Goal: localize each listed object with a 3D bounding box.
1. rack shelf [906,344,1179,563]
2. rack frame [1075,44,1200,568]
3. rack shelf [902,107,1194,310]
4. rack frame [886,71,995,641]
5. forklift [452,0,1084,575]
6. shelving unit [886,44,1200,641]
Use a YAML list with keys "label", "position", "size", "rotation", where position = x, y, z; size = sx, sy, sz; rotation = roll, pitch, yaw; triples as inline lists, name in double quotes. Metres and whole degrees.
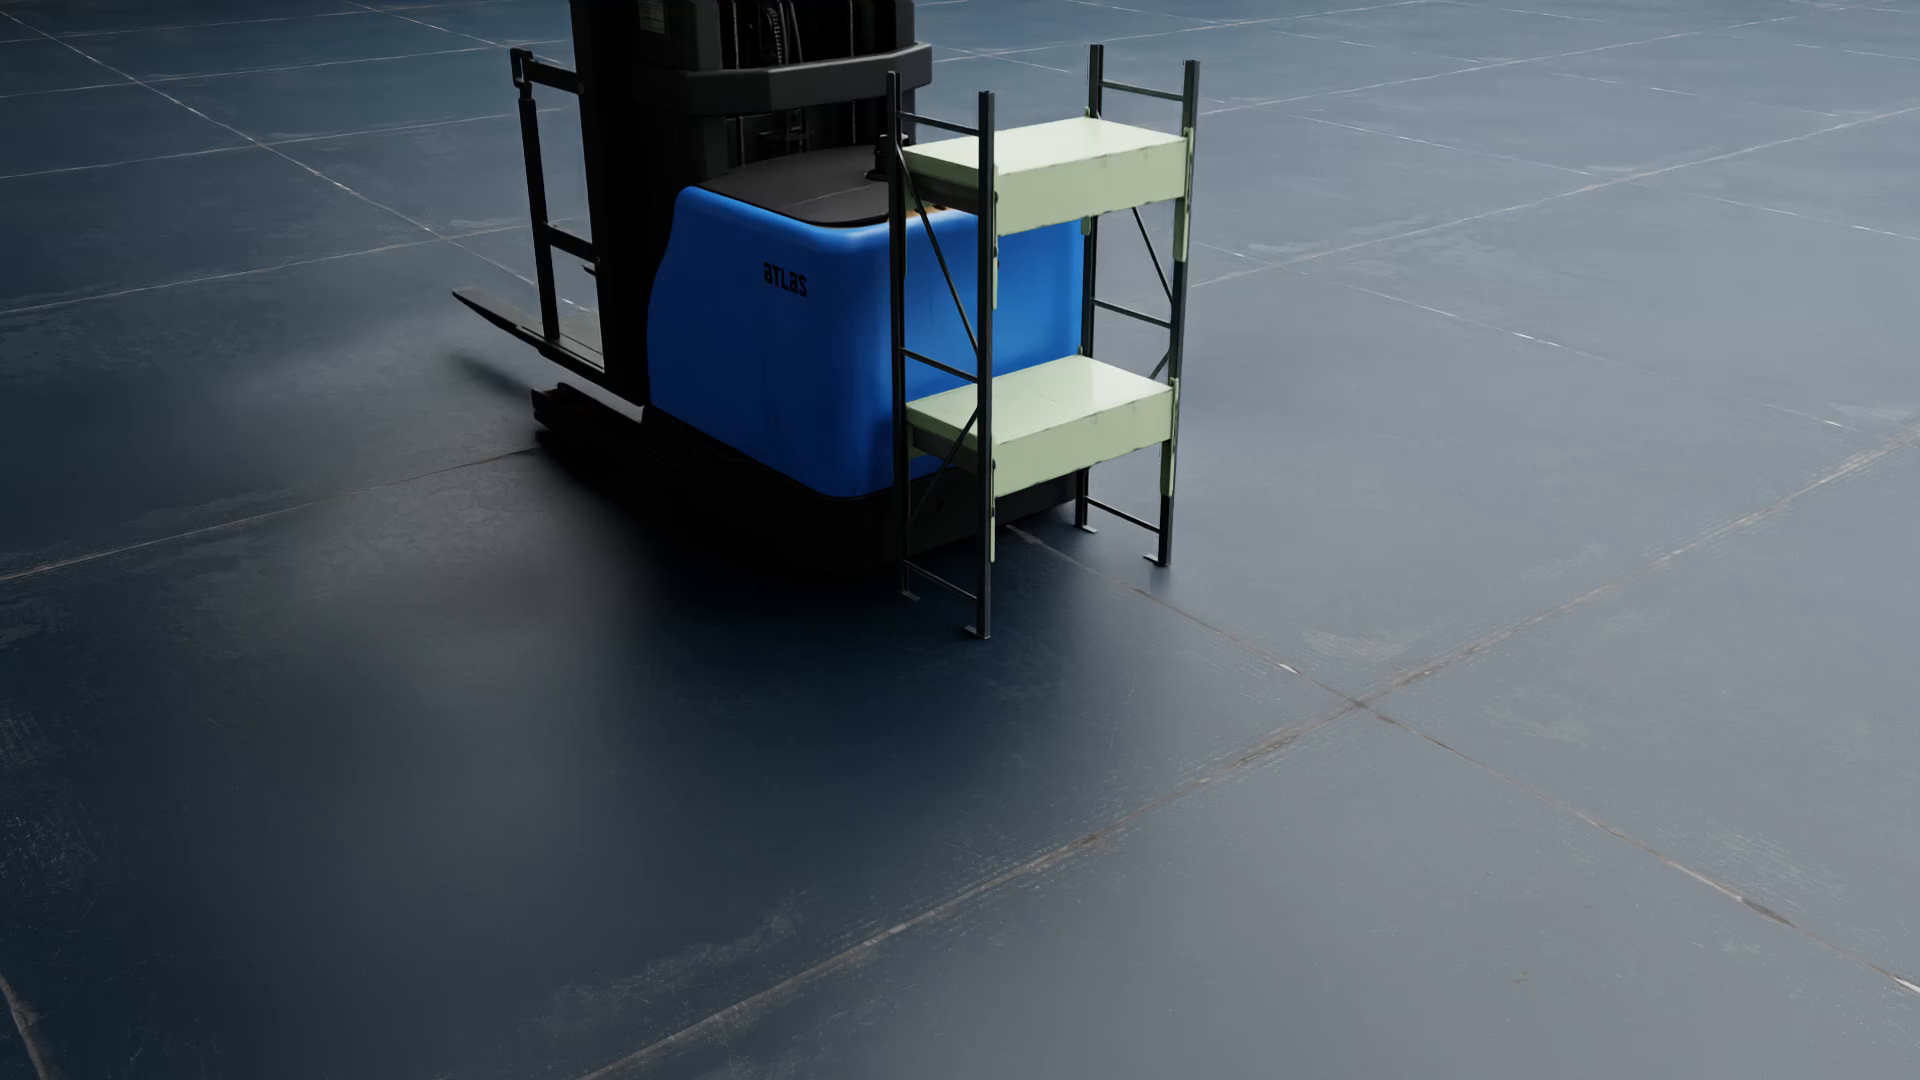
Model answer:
- label: "rack shelf"
  position: [0.227, -0.268, 4.821]
  size: [0.720, 0.370, 0.431]
  rotation: [-20, 31, -36]
- label: "rack frame"
  position: [0.506, -0.663, 4.898]
  size: [0.023, 1.500, 0.400]
  rotation: [-20, 31, -36]
- label: "rack shelf"
  position: [0.227, -0.918, 4.519]
  size: [0.720, 0.370, 0.431]
  rotation: [-20, 31, -36]
- label: "rack frame"
  position: [-0.053, -0.465, 4.469]
  size: [0.023, 1.500, 0.400]
  rotation: [-20, 31, -36]
- label: "forklift"
  position: [-0.911, -1.776, 5.594]
  size: [1.130, 2.935, 3.031]
  rotation: [-19, 31, -35]
- label: "shelving unit"
  position: [0.227, -0.564, 4.684]
  size: [0.755, 1.500, 0.431]
  rotation: [-20, 31, -36]
